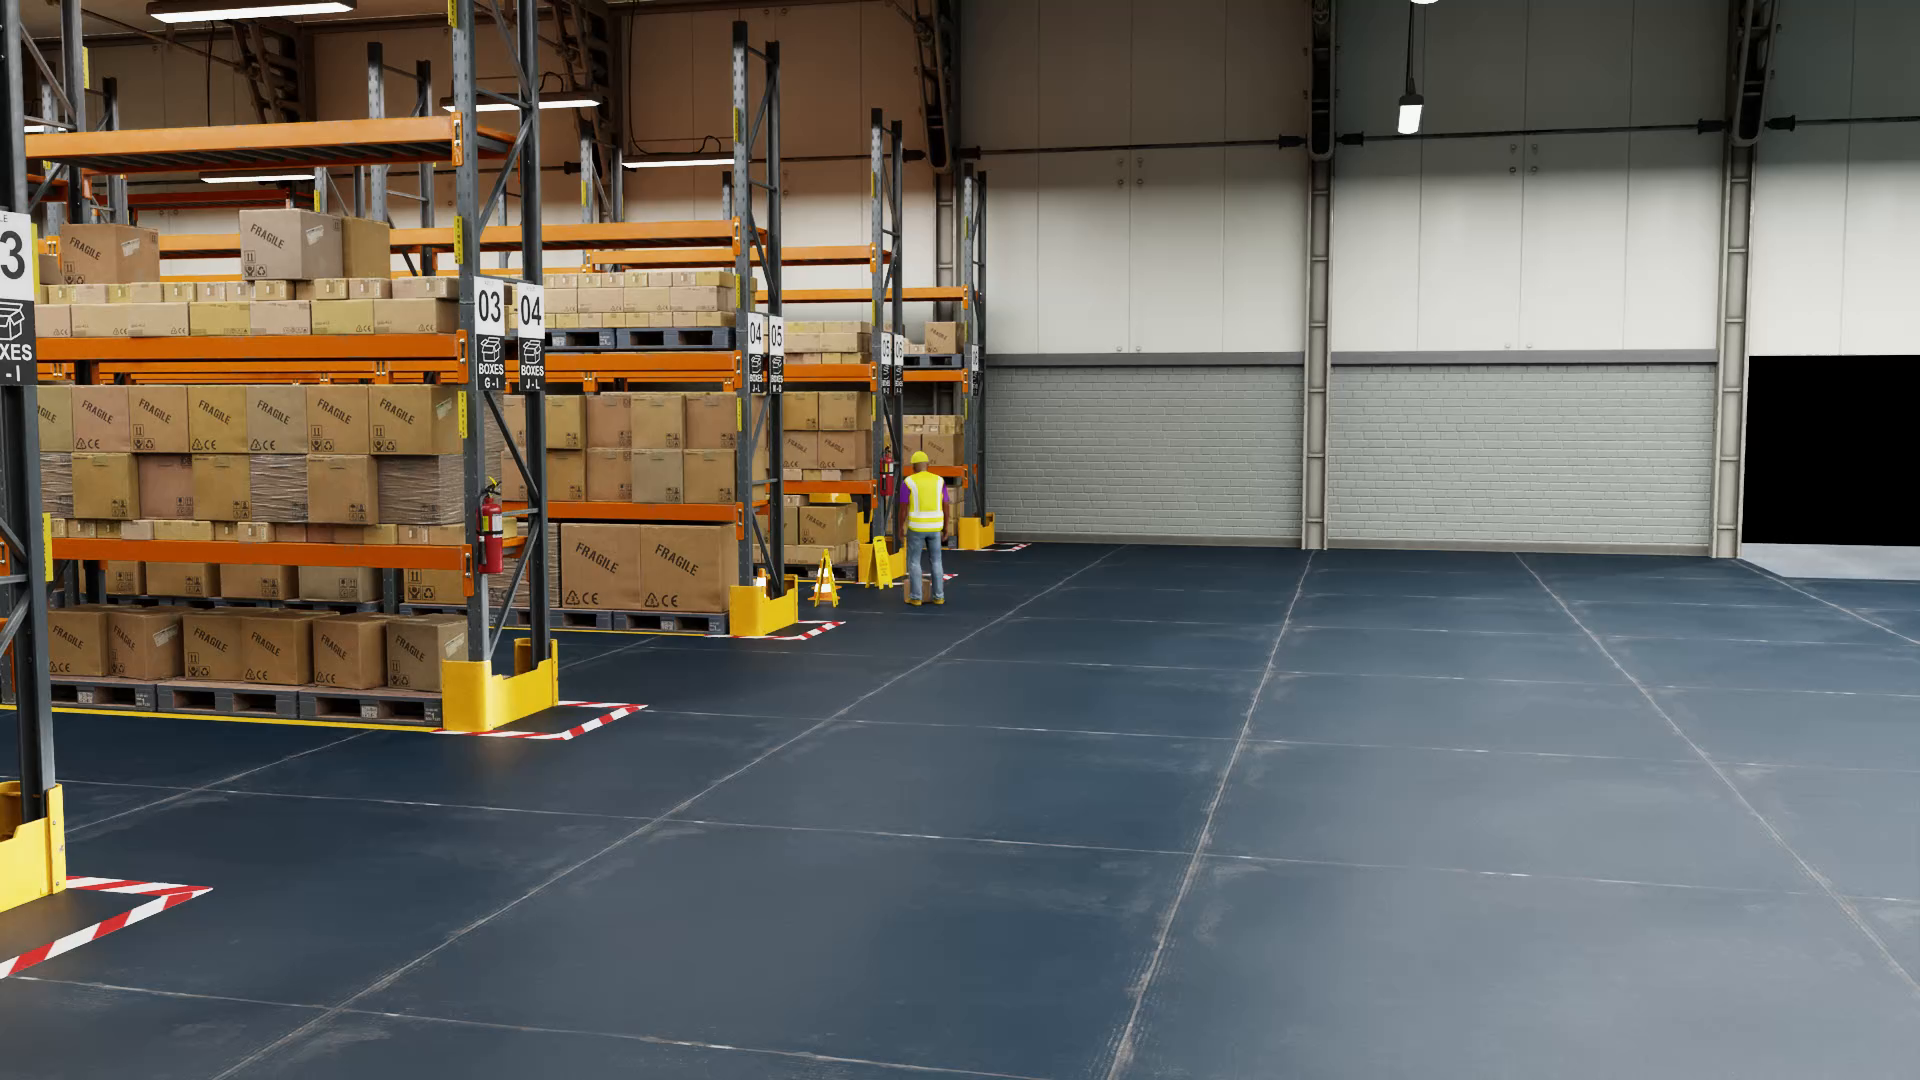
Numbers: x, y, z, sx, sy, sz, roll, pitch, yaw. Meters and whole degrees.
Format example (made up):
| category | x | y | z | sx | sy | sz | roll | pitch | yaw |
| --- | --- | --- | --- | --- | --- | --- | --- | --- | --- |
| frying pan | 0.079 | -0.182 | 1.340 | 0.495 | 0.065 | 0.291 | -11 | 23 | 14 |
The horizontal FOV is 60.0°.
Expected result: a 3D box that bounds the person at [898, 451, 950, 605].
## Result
| category | x | y | z | sx | sy | sz | roll | pitch | yaw |
| --- | --- | --- | --- | --- | --- | --- | --- | --- | --- |
| person | -0.423 | -0.139 | 19.088 | 0.619 | 1.759 | 0.461 | -2 | 5 | -18 |
